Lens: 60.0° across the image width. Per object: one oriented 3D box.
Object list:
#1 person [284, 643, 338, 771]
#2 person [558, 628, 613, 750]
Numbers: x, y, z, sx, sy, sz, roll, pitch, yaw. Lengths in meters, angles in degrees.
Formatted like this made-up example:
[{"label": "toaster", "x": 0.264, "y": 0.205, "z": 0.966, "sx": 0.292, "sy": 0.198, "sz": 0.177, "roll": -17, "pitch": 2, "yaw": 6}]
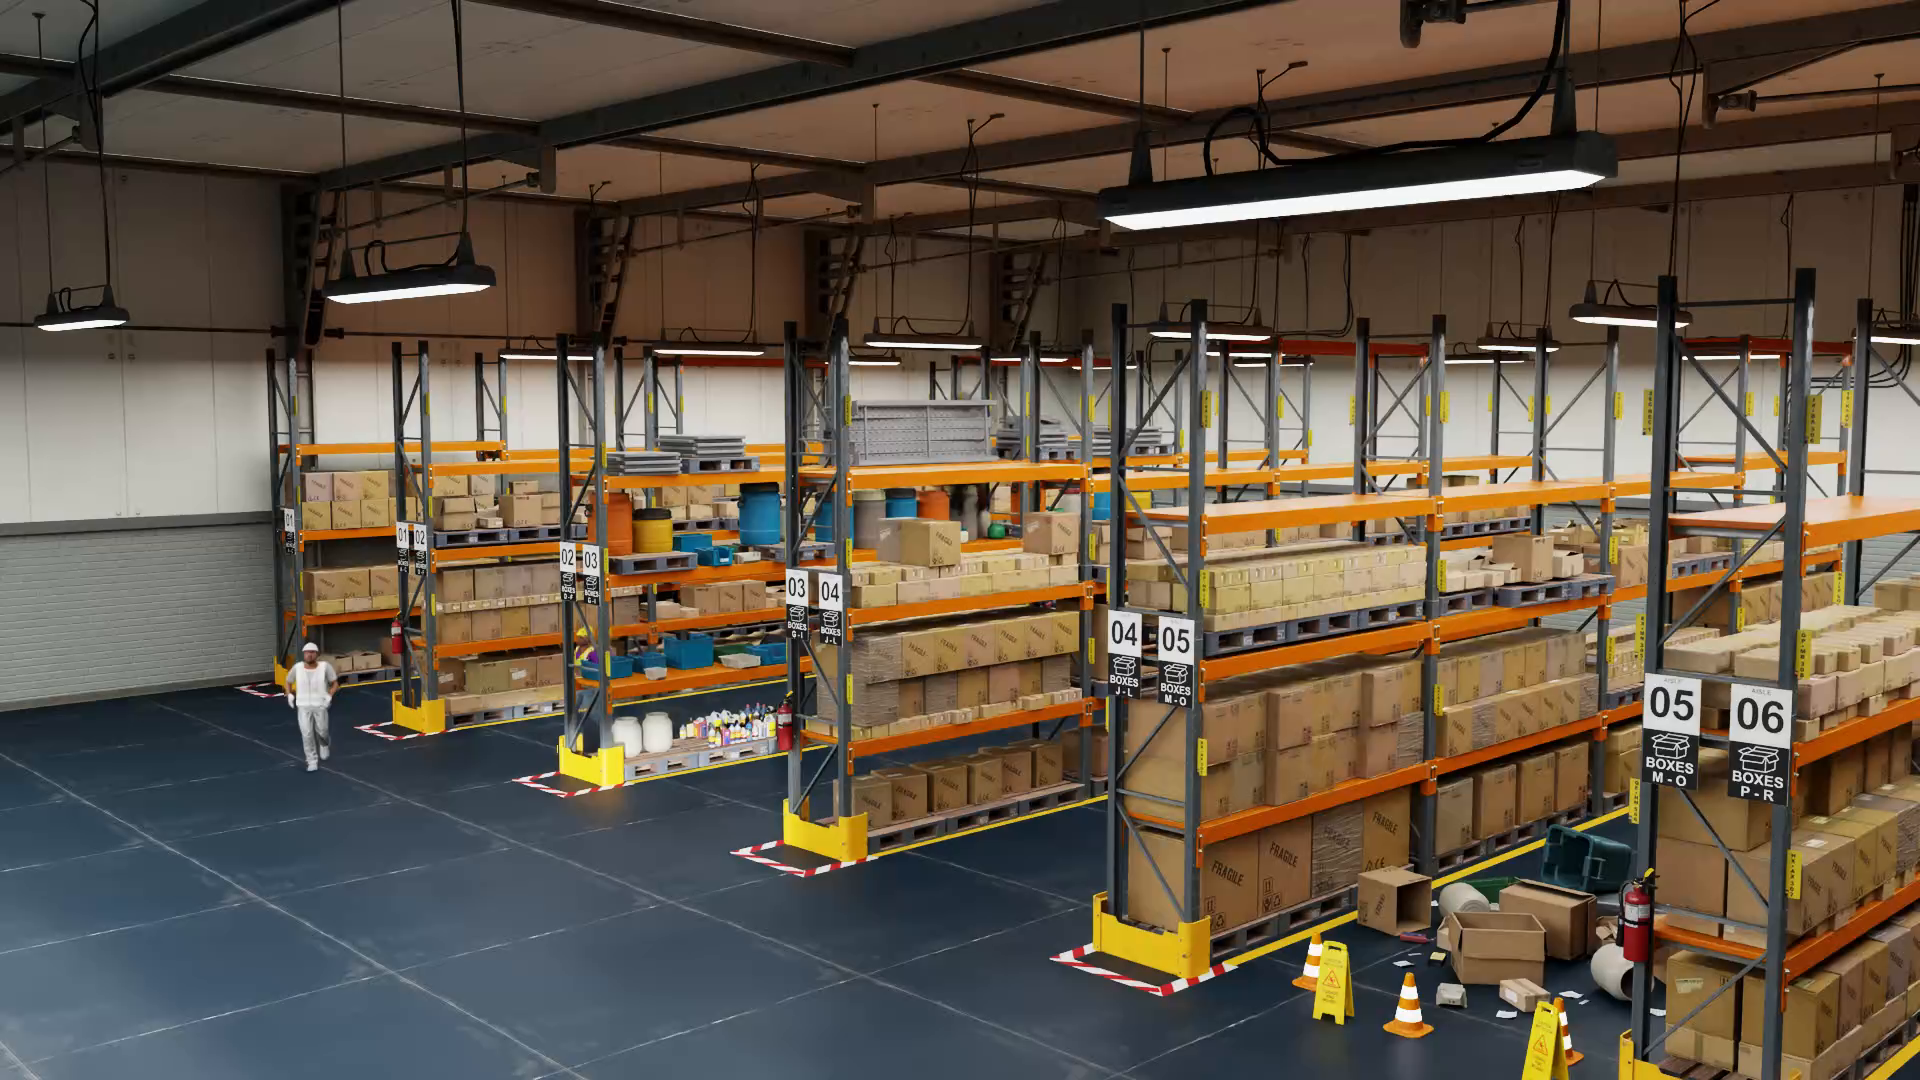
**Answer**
[{"label": "person", "x": -8.992, "y": 2.294, "z": 23.058, "sx": 0.705, "sy": 1.749, "sz": 0.649, "roll": -1, "pitch": 5, "yaw": -15}, {"label": "person", "x": -5.496, "y": 2.151, "z": 24.331, "sx": 0.715, "sy": 1.746, "sz": 0.988, "roll": 3, "pitch": 6, "yaw": 33}]
